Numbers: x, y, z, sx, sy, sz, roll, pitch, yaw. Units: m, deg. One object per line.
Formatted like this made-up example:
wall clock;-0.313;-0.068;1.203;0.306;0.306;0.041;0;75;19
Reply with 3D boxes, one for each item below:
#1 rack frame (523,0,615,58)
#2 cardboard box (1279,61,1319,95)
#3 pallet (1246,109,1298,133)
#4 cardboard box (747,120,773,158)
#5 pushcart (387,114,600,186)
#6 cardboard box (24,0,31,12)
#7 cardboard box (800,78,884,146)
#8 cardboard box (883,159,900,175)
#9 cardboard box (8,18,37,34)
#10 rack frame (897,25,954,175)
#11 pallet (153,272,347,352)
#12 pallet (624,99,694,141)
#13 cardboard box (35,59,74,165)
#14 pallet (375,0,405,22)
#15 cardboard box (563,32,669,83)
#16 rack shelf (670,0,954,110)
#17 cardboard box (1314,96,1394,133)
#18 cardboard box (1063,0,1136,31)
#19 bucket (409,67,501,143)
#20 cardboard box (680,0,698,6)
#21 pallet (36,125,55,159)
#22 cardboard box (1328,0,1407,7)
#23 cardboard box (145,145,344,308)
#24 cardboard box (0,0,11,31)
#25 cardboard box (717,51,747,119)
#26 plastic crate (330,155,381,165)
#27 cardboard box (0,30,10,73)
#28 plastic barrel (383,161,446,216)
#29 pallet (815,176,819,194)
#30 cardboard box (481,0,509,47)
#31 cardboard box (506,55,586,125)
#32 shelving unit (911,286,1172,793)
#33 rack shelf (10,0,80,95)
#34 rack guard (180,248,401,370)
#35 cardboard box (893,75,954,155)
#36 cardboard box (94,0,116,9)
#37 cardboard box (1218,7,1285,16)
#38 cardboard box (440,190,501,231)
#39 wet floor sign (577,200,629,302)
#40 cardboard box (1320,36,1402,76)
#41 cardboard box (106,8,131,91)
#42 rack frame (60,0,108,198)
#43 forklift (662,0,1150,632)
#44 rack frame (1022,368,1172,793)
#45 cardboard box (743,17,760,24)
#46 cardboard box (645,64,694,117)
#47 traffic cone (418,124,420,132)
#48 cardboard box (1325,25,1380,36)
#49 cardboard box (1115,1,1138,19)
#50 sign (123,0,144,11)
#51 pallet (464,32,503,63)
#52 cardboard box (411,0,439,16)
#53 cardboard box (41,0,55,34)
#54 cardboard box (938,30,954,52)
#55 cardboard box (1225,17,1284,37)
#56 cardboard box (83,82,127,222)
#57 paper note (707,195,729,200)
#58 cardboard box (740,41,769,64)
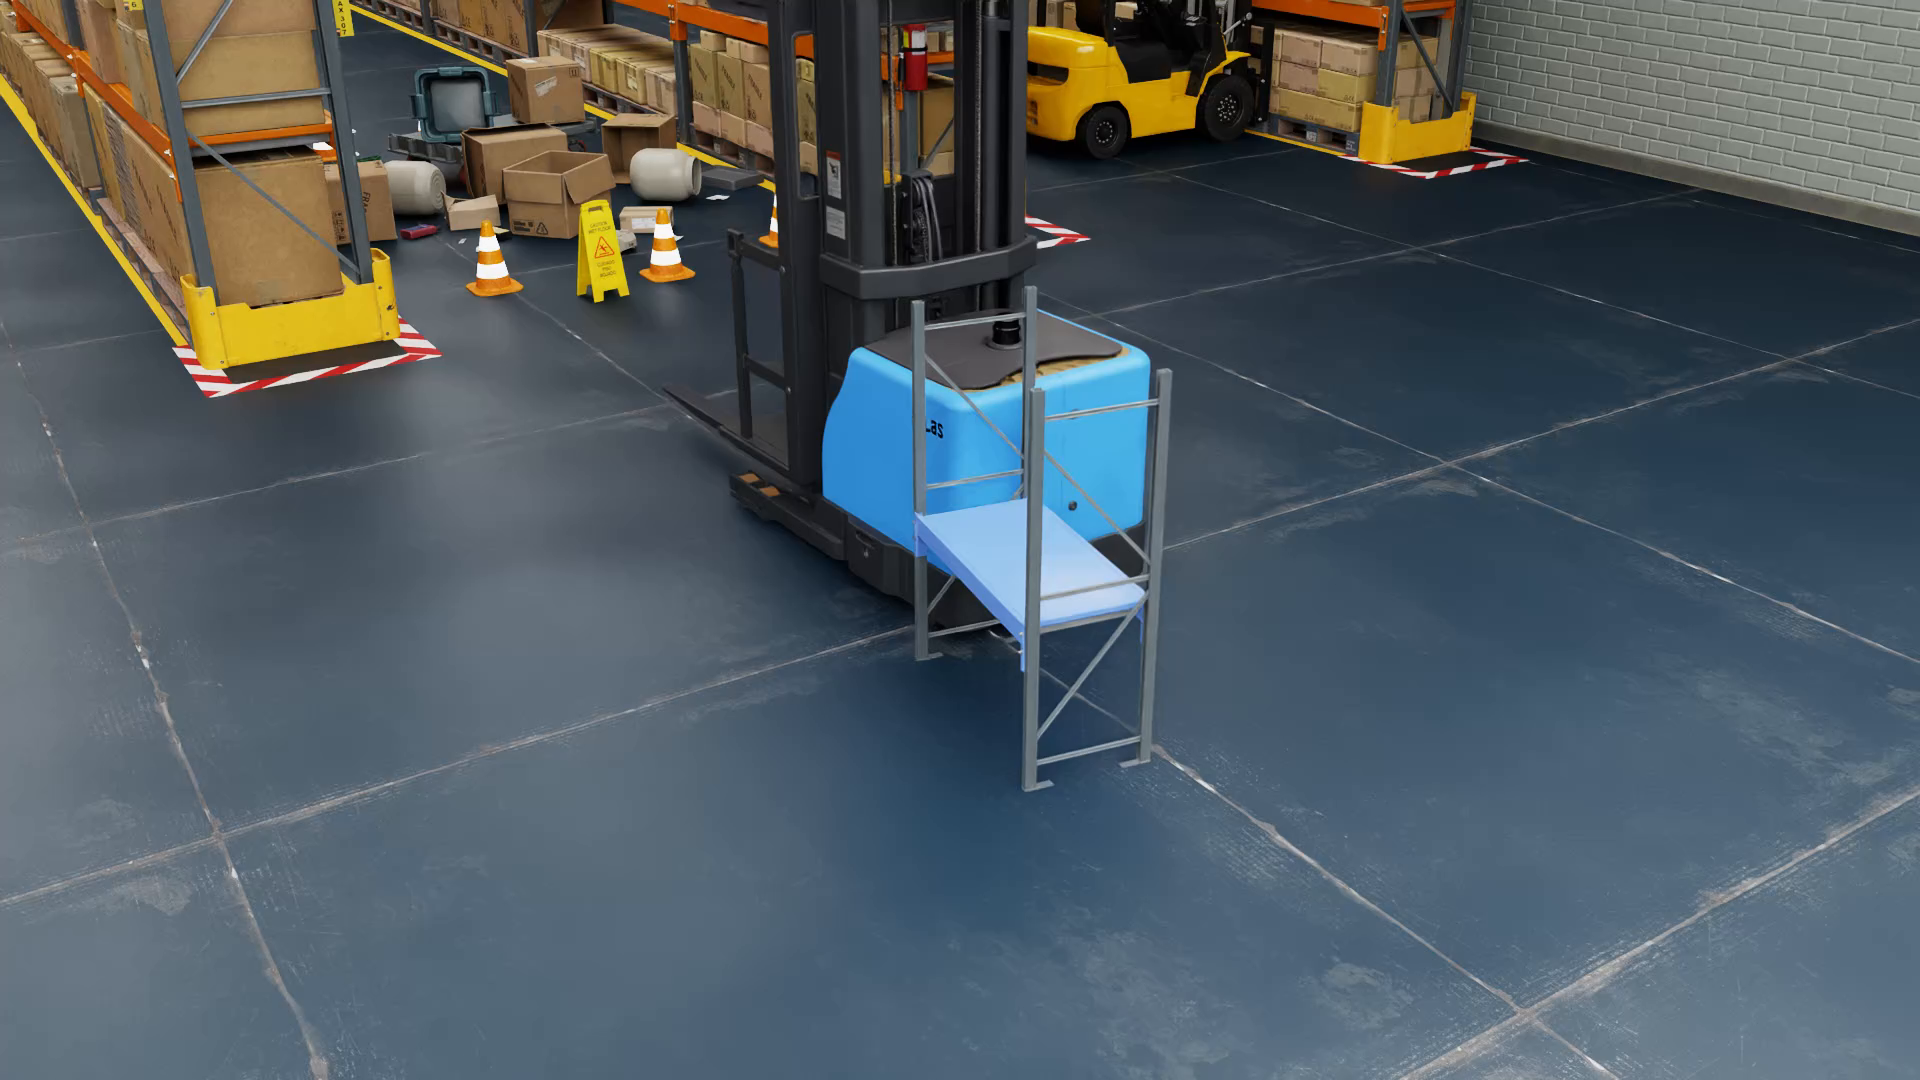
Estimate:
rack frame;-4.368;-6.615;18.249;1.000;3.000;0.127;-16;29;-30
cardboard box;3.364;-4.368;15.631;0.500;0.250;0.500;-16;30;-30
pallet;3.042;-4.351;16.718;1.003;0.211;1.213;-16;29;-30
cardboard box;-1.496;-3.480;14.336;0.500;0.250;0.500;-16;30;-30
pushcart;-4.067;-3.449;14.615;0.936;0.377;1.648;18;31;33
cardboard box;-7.886;-4.885;14.468;0.500;0.500;0.500;-16;29;-30
cardboard box;-0.944;-3.451;13.397;0.500;0.500;0.500;-14;29;-28
cardboard box;-0.680;-2.935;13.183;0.500;0.250;0.500;-16;29;-30
cardboard box;-9.053;-5.008;16.402;0.500;0.250;0.500;-16;30;-31
rack frame;-0.001;-3.754;12.188;1.000;3.000;0.127;-16;29;-30
pallet;-4.595;-1.571;10.830;1.003;0.211;1.213;-16;29;-30
pallet;-2.610;-4.202;16.403;1.003;0.211;1.213;-16;29;-30
cardboard box;-7.214;-3.714;14.248;1.050;0.750;0.750;-16;29;-30
pallet;-7.571;-7.512;23.415;1.003;0.211;1.213;-16;29;-30
cardboard box;-3.658;-5.150;17.732;0.950;0.372;0.625;-16;30;-31
rack shelf;-1.092;-4.144;13.857;1.077;0.370;4.000;-16;29;-30
cardboard box;3.635;-3.953;15.338;0.500;0.250;0.500;-15;29;-29
cardboard box;1.678;-5.643;18.479;0.875;0.625;0.625;-14;29;-27
bucket;-4.270;-3.690;14.108;0.726;0.611;0.620;-6;16;-12
cardboard box;-2.281;-4.883;14.875;0.380;0.149;0.250;-16;29;-30
pallet;-8.093;-3.865;15.690;1.003;0.211;1.213;-16;29;-30
cardboard box;3.668;-5.072;14.863;0.500;0.500;0.500;-16;30;-31
cardboard box;-4.518;-2.020;10.513;0.875;0.875;0.875;-15;29;-29
cardboard box;-9.894;-5.556;17.562;0.500;0.250;0.500;-14;29;-28
cardboard box;-1.786;-4.007;14.576;0.500;0.500;0.500;-14;29;-28
plastic crate;-5.084;-2.992;13.801;0.450;0.188;0.662;-10;25;2
cardboard box;-10.172;-5.401;18.113;0.500;0.500;0.500;-14;29;-27
plastic barrel;-4.372;-2.781;13.146;0.512;0.421;0.421;3;25;6
pallet;-0.456;-2.819;13.474;1.003;0.211;1.213;-16;29;-30
cardboard box;-5.159;-6.431;19.855;0.875;0.875;0.875;-15;29;-29
cardboard box;-3.659;-3.971;14.689;0.500;0.500;0.500;-16;29;-30
shelving unit;0.255;-0.033;6.064;0.538;1.500;1.048;-10;27;-21
rack shelf;-7.368;-4.385;14.367;1.077;0.370;4.000;-16;29;-30
rack guard;-4.080;-1.425;10.183;1.175;0.500;0.348;-16;29;-30
cardboard box;-0.223;-3.401;13.291;0.500;0.500;0.500;-17;30;-31
cardboard box;-5.231;-3.828;10.905;0.875;0.550;0.500;-16;29;-30
cardboard box;2.957;-5.248;16.912;0.500;0.250;0.500;-15;29;-29
cardboard box;-3.795;-2.573;12.889;0.396;0.266;0.258;-10;27;-21
wet floor sign;-2.418;-1.950;11.126;0.267;0.644;0.232;-22;33;-38
cardboard box;3.644;-4.402;15.120;0.500;0.250;0.500;-14;29;-28
cardboard box;-5.176;-3.355;11.168;0.875;0.550;0.500;-16;29;-30
rack frame;-6.276;-3.995;12.698;1.000;3.000;0.127;-16;29;-30
forklift;-0.462;-1.523;7.543;1.130;2.935;3.031;-17;30;-32
rack frame;0.454;0.166;5.641;0.500;1.500;0.032;-10;27;-21
cardboard box;-1.590;-4.424;13.901;0.380;0.149;0.250;-15;29;-29
cardboard box;-2.473;-4.373;16.086;0.950;0.372;0.625;-15;29;-29
traffic cone;-5.030;-4.025;15.735;0.336;0.463;0.334;-16;29;-30
cardboard box;3.777;-4.704;15.759;0.500;0.250;0.500;-15;29;-29
cardboard box;1.974;-5.495;17.434;0.500;0.250;0.500;-16;30;-30
sign;-4.555;-3.073;9.113;0.100;0.325;0.005;-16;29;-30
pallet;-5.397;-6.090;20.402;1.003;0.211;1.213;-16;29;-30
cardboard box;-6.804;-7.327;22.266;0.875;0.438;0.875;-16;30;-30
cardboard box;-7.061;-4.345;13.323;0.500;0.500;0.500;-16;30;-30
cardboard box;-0.013;-3.810;12.601;0.380;0.149;0.250;-15;29;-29
cardboard box;2.806;-4.945;16.269;0.500;0.250;0.500;-16;30;-31
cardboard box;-5.992;-2.983;12.551;0.875;0.875;0.875;-15;29;-29
paper note;-1.994;-2.830;13.709;0.148;0.019;0.142;18;31;33
cardboard box;-1.639;-4.152;14.122;0.380;0.149;0.250;-14;29;-27
